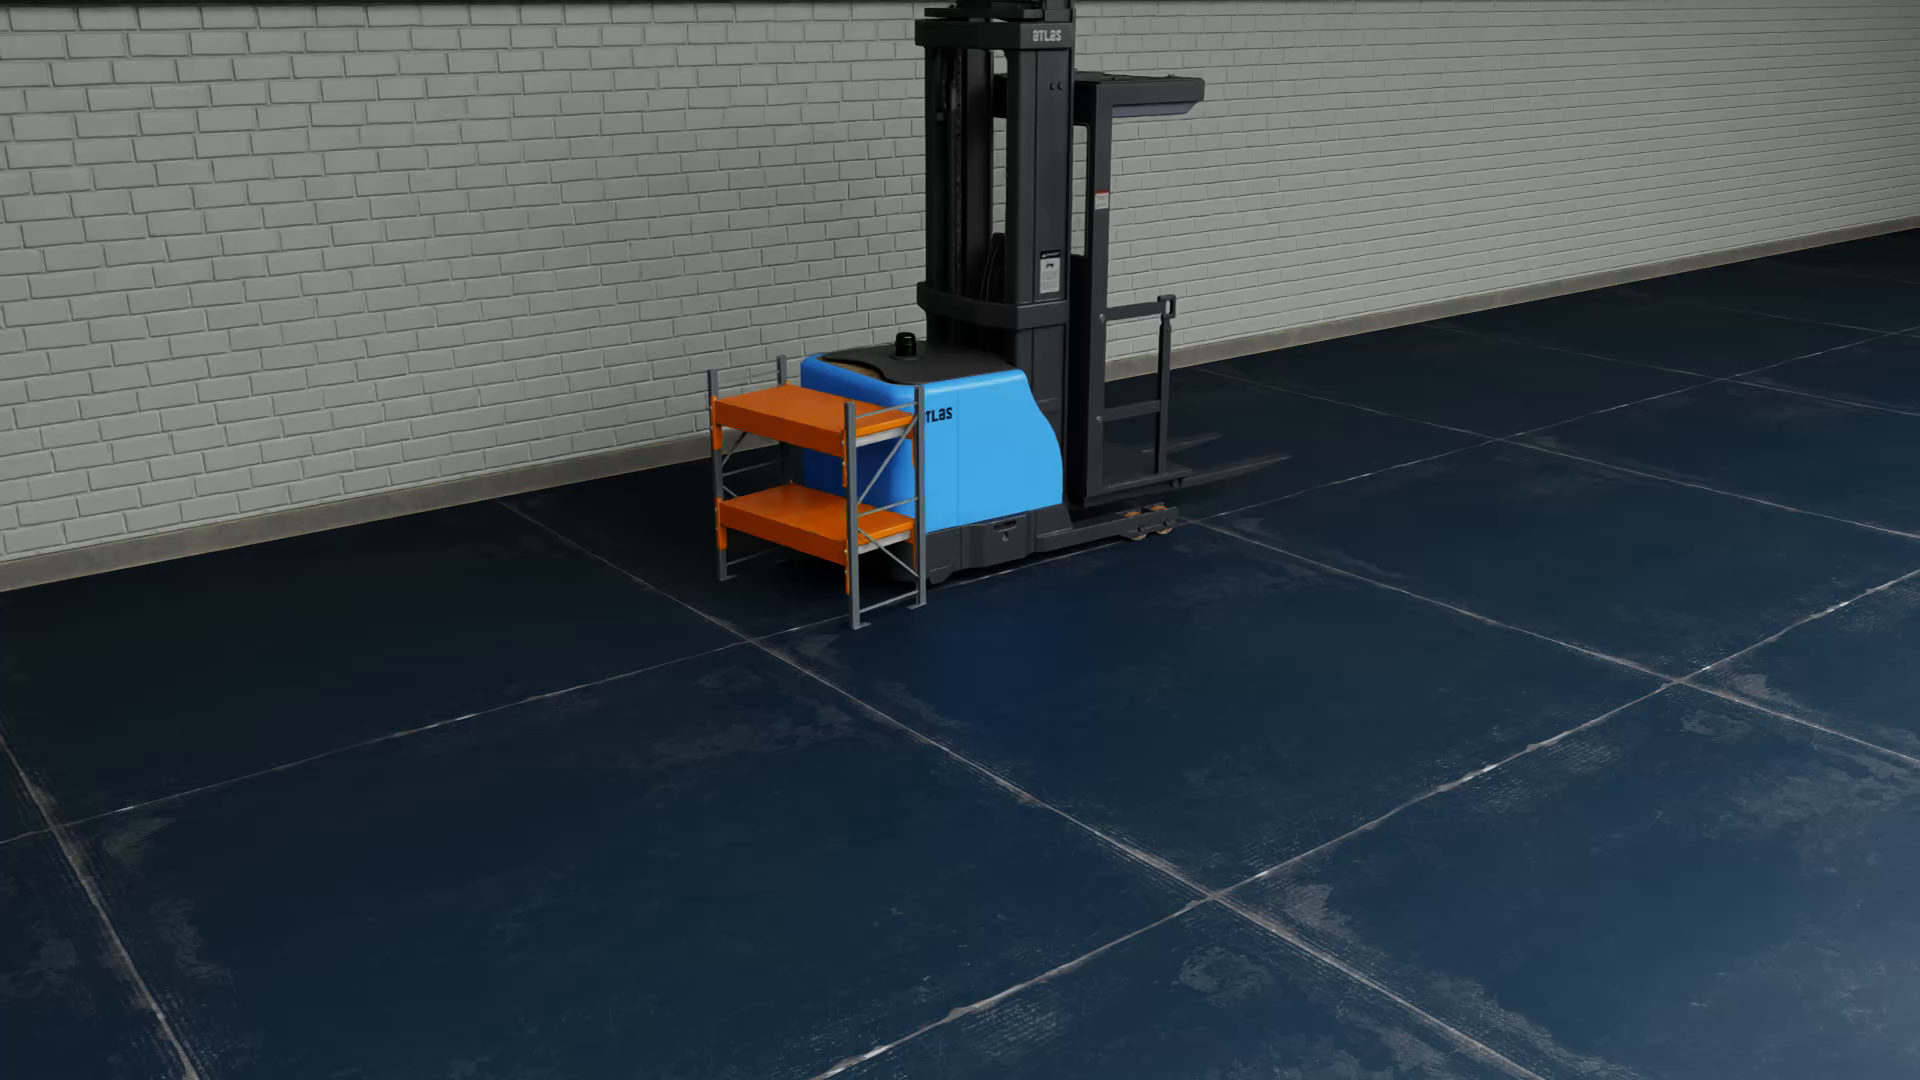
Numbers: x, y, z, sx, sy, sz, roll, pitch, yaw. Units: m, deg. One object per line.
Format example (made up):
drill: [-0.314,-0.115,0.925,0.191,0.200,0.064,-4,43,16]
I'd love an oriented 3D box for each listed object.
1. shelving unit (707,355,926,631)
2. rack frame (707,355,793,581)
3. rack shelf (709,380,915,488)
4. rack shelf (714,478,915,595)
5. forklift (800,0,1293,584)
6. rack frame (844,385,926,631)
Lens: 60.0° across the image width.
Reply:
shelving unit: [-0.723,-0.267,8.378,1.048,1.125,0.538,17,25,41]
rack frame: [-1.091,-0.377,8.711,0.032,1.125,0.500,17,25,41]
rack shelf: [-0.723,-0.544,8.286,1.000,0.278,0.538,17,25,41]
rack shelf: [-0.723,-0.034,8.455,1.000,0.278,0.538,17,25,41]
forklift: [0.623,-1.507,9.252,3.031,2.935,1.130,-13,22,-34]
rack frame: [-0.354,-0.156,8.045,0.032,1.125,0.500,17,25,41]
